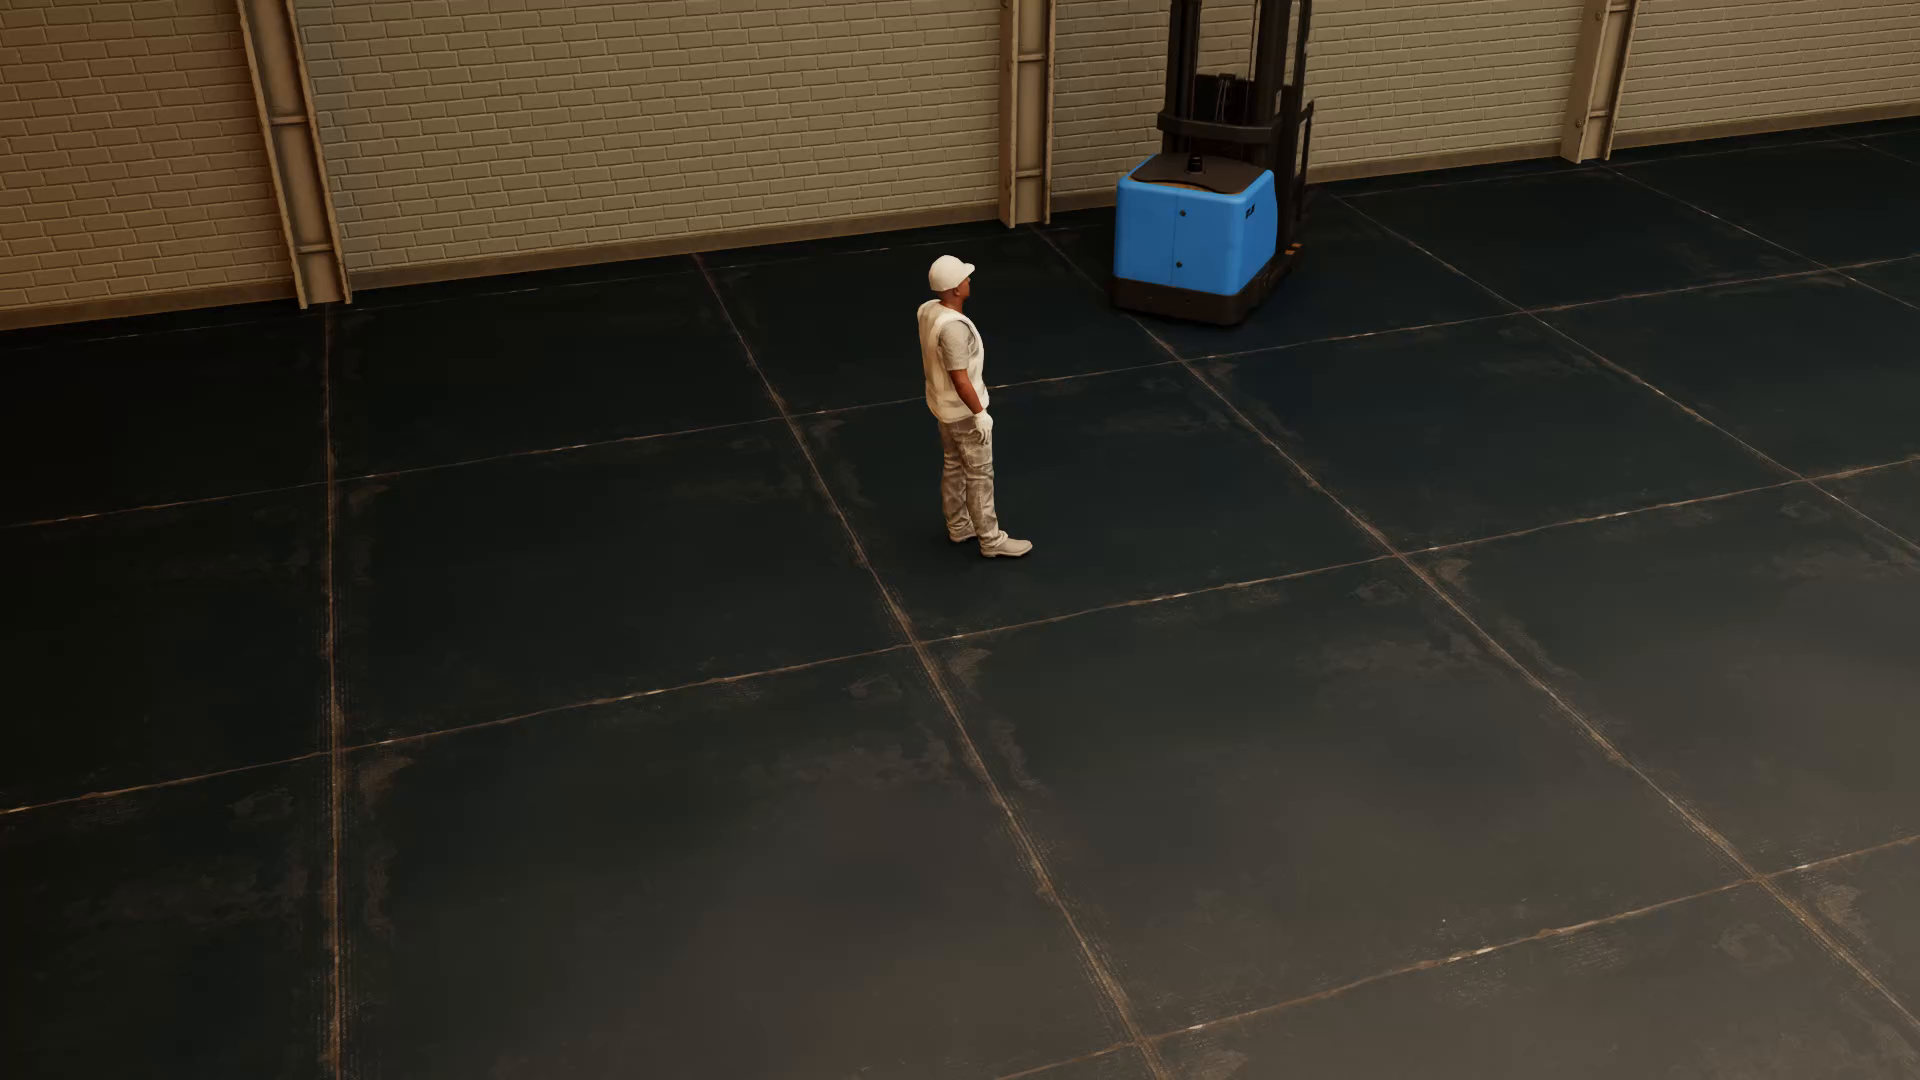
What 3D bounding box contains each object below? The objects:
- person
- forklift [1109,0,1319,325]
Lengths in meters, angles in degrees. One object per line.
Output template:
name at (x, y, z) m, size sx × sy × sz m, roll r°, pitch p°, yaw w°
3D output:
person at (0.071, -0.787, 9.592) m, size 0.575 × 1.784 × 0.656 m, roll -10°, pitch 31°, yaw -16°
forklift at (2.281, -3.626, 13.390) m, size 1.130 × 2.935 × 3.031 m, roll 14°, pitch 33°, yaw 22°
